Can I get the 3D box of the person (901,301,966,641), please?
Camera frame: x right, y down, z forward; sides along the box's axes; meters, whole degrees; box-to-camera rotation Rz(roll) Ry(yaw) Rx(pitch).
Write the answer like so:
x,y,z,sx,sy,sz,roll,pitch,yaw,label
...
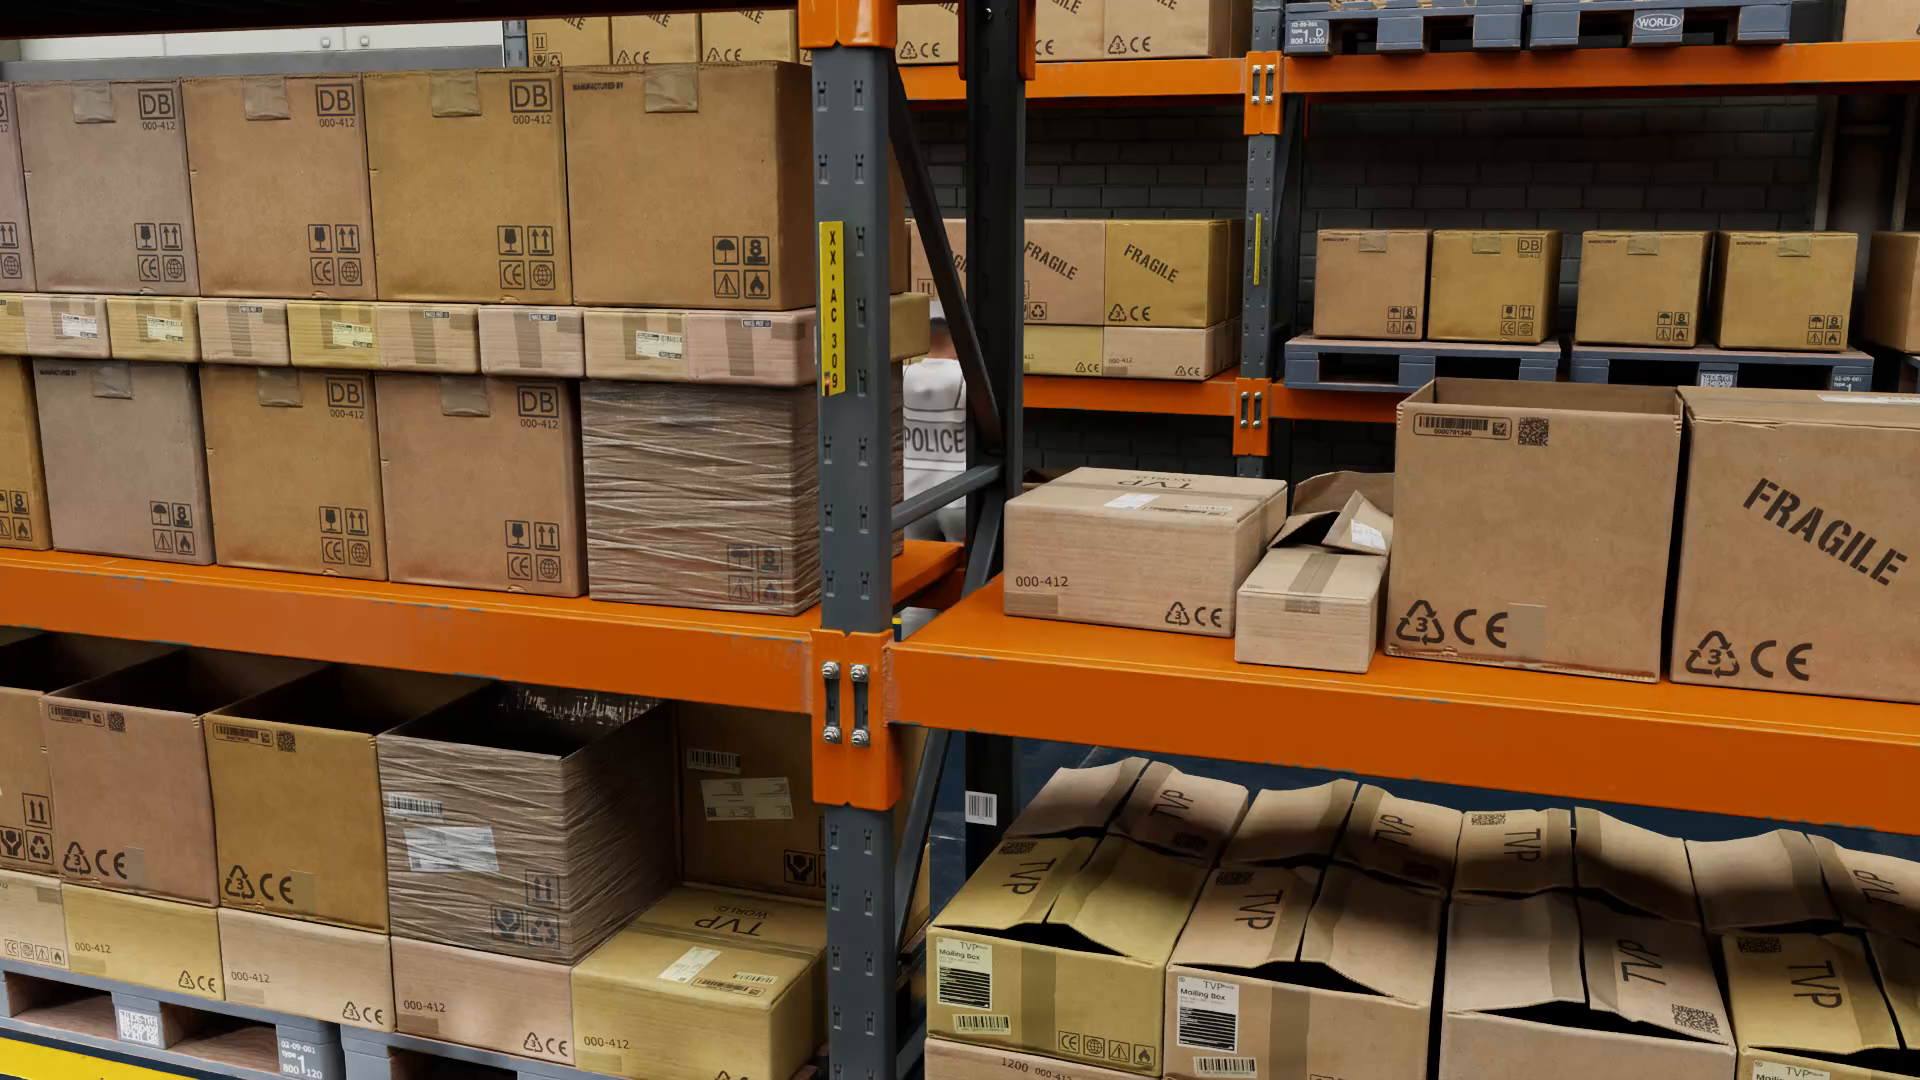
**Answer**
x,y,z,sx,sy,sz,roll,pitch,yaw,label
-0.067,-0.148,7.163,0.528,1.749,0.393,4,13,20,person
